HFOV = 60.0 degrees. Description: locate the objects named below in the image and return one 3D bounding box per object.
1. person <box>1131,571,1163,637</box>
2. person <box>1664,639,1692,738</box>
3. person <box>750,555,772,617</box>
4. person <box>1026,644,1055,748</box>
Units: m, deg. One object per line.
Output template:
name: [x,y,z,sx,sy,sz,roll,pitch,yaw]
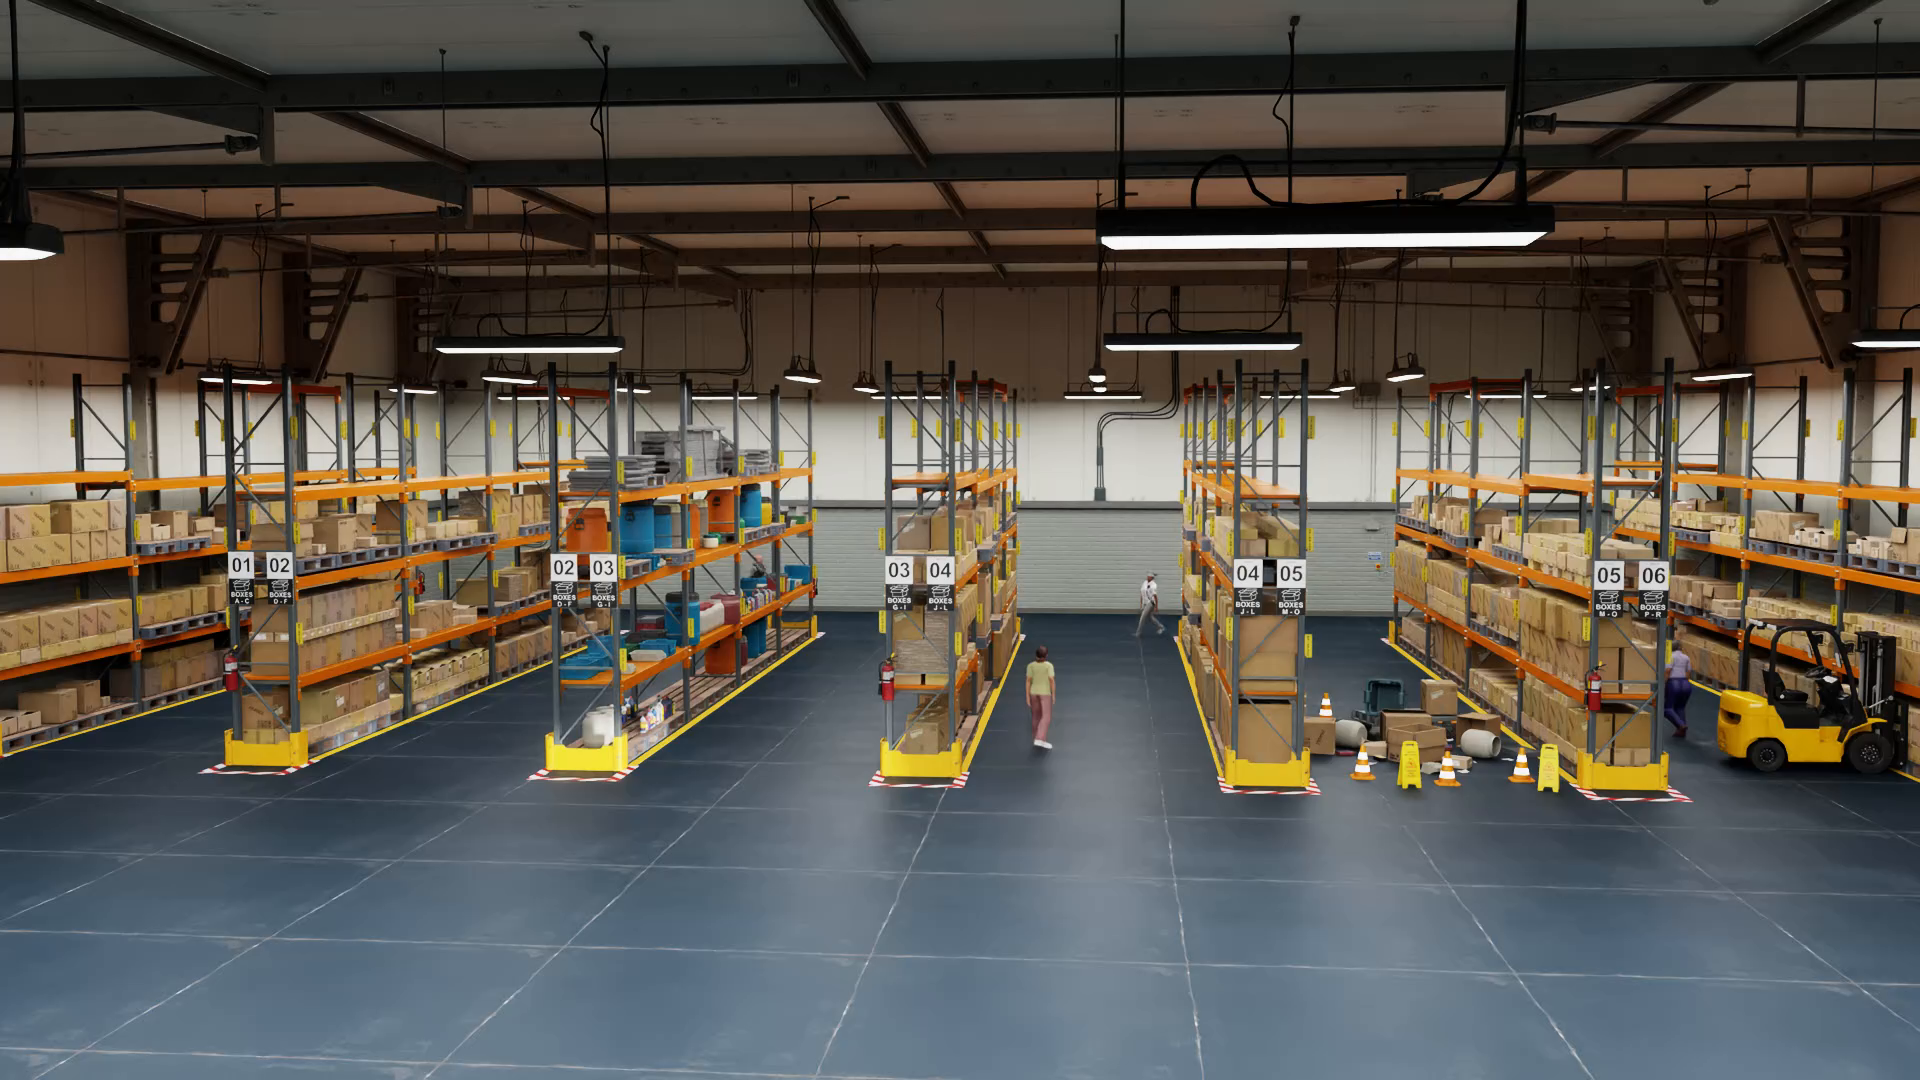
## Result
person: [4.603,1.541,40.229,0.977,1.623,0.457,-2,4,-29]
person: [11.697,2.425,27.073,0.542,1.611,0.660,-1,4,-13]
person: [-5.461,1.216,44.900,1.094,1.655,0.518,1,4,19]
person: [1.275,2.458,26.087,0.496,1.646,0.896,1,4,20]
